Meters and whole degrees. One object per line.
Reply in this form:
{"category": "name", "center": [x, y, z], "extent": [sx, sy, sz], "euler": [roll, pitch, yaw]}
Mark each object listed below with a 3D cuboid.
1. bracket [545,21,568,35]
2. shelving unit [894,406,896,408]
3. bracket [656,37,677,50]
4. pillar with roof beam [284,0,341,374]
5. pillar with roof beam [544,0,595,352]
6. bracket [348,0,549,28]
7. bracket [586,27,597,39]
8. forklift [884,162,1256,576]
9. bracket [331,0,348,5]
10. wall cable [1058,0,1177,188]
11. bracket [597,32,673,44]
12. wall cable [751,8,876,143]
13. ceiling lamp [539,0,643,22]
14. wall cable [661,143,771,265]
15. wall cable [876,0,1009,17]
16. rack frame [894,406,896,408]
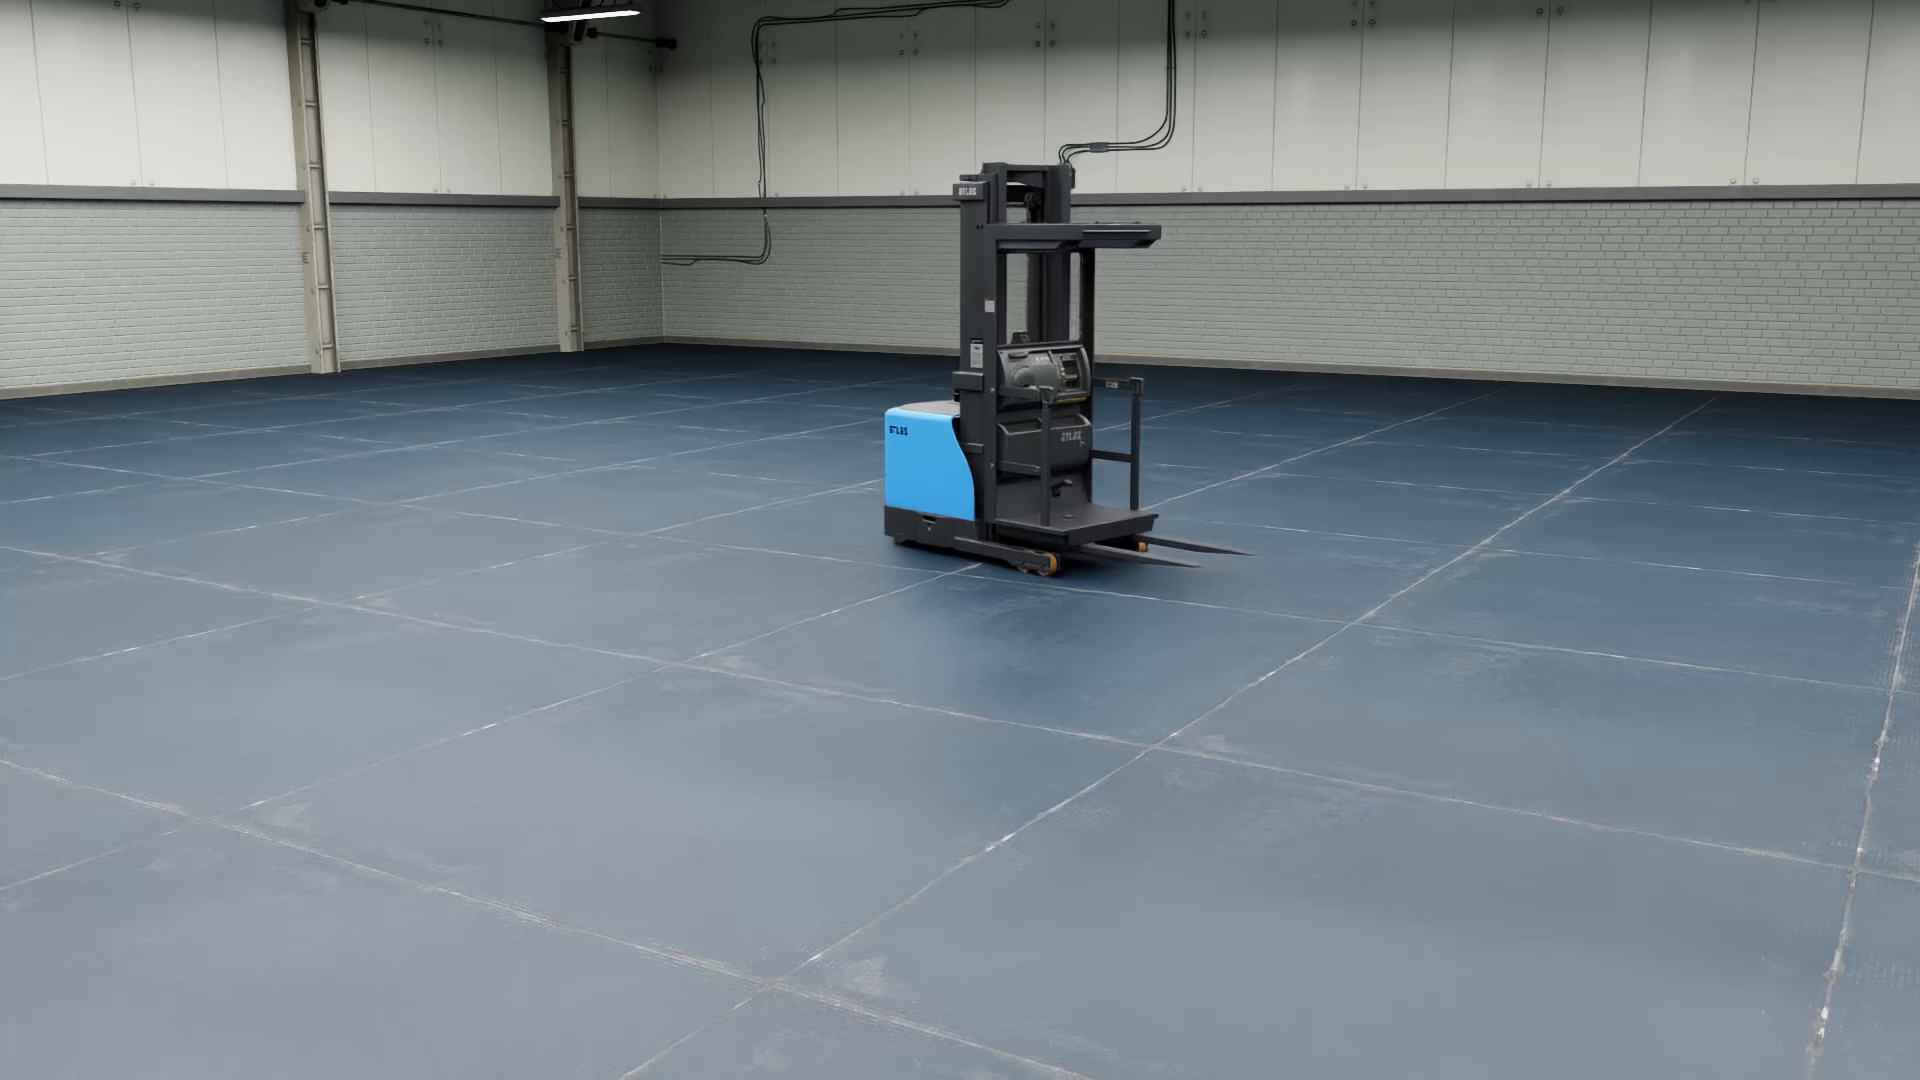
{"category": "bracket", "center": [-7.854, -9.959, 32.330], "extent": [0.235, 0.232, 0.430], "euler": [6, 12, 31]}
{"category": "shelving unit", "center": [-0.373, -0.574, 13.584], "extent": [0.215, 1.050, 0.252], "euler": [10, 15, 44]}
{"category": "bracket", "center": [-6.193, -10.463, 35.018], "extent": [0.235, 0.232, 0.430], "euler": [6, 12, 31]}
{"category": "pillar with roof beam", "center": [-7.378, -6.934, 25.954], "extent": [9.100, 9.000, 0.548], "euler": [6, 12, 31]}
{"category": "pillar with roof beam", "center": [-4.263, -7.878, 30.994], "extent": [9.100, 9.000, 0.548], "euler": [6, 12, 31]}
{"category": "bracket", "center": [-9.192, -9.554, 30.166], "extent": [0.076, 0.066, 4.783], "euler": [6, 12, 31]}
{"category": "bracket", "center": [-7.424, -10.090, 33.028], "extent": [0.235, 0.232, 0.430], "euler": [6, 12, 31]}
{"category": "forklift", "center": [0.783, -1.286, 12.275], "extent": [1.130, 2.935, 3.031], "euler": [-10, 15, -43]}
{"category": "bracket", "center": [-10.539, -9.146, 27.987], "extent": [0.235, 0.232, 0.430], "euler": [6, 12, 31]}
{"category": "wall cable", "center": [2.823, -9.388, 29.820], "extent": [2.305, 6.003, 0.169], "euler": [6, 12, 31]}
{"category": "bracket", "center": [-6.500, -10.370, 34.522], "extent": [0.076, 0.066, 3.189], "euler": [6, 12, 31]}
{"category": "wall cable", "center": [-2.971, -9.324, 33.432], "extent": [3.097, 2.526, 0.112], "euler": [6, 12, 31]}
{"category": "ceiling lamp", "center": [-5.889, -10.097, 26.984], "extent": [2.000, 3.185, 0.800], "euler": [6, 12, 31]}
{"category": "wall cable", "center": [-5.283, -7.100, 35.277], "extent": [3.097, 2.526, 0.112], "euler": [6, 12, 31]}
{"category": "wall cable", "center": [-0.326, -11.264, 31.434], "extent": [3.097, 2.526, 0.112], "euler": [6, 12, 31]}
{"category": "rack frame", "center": [-0.460, -0.559, 13.499], "extent": [0.200, 1.050, 0.008], "euler": [10, 15, 44]}
